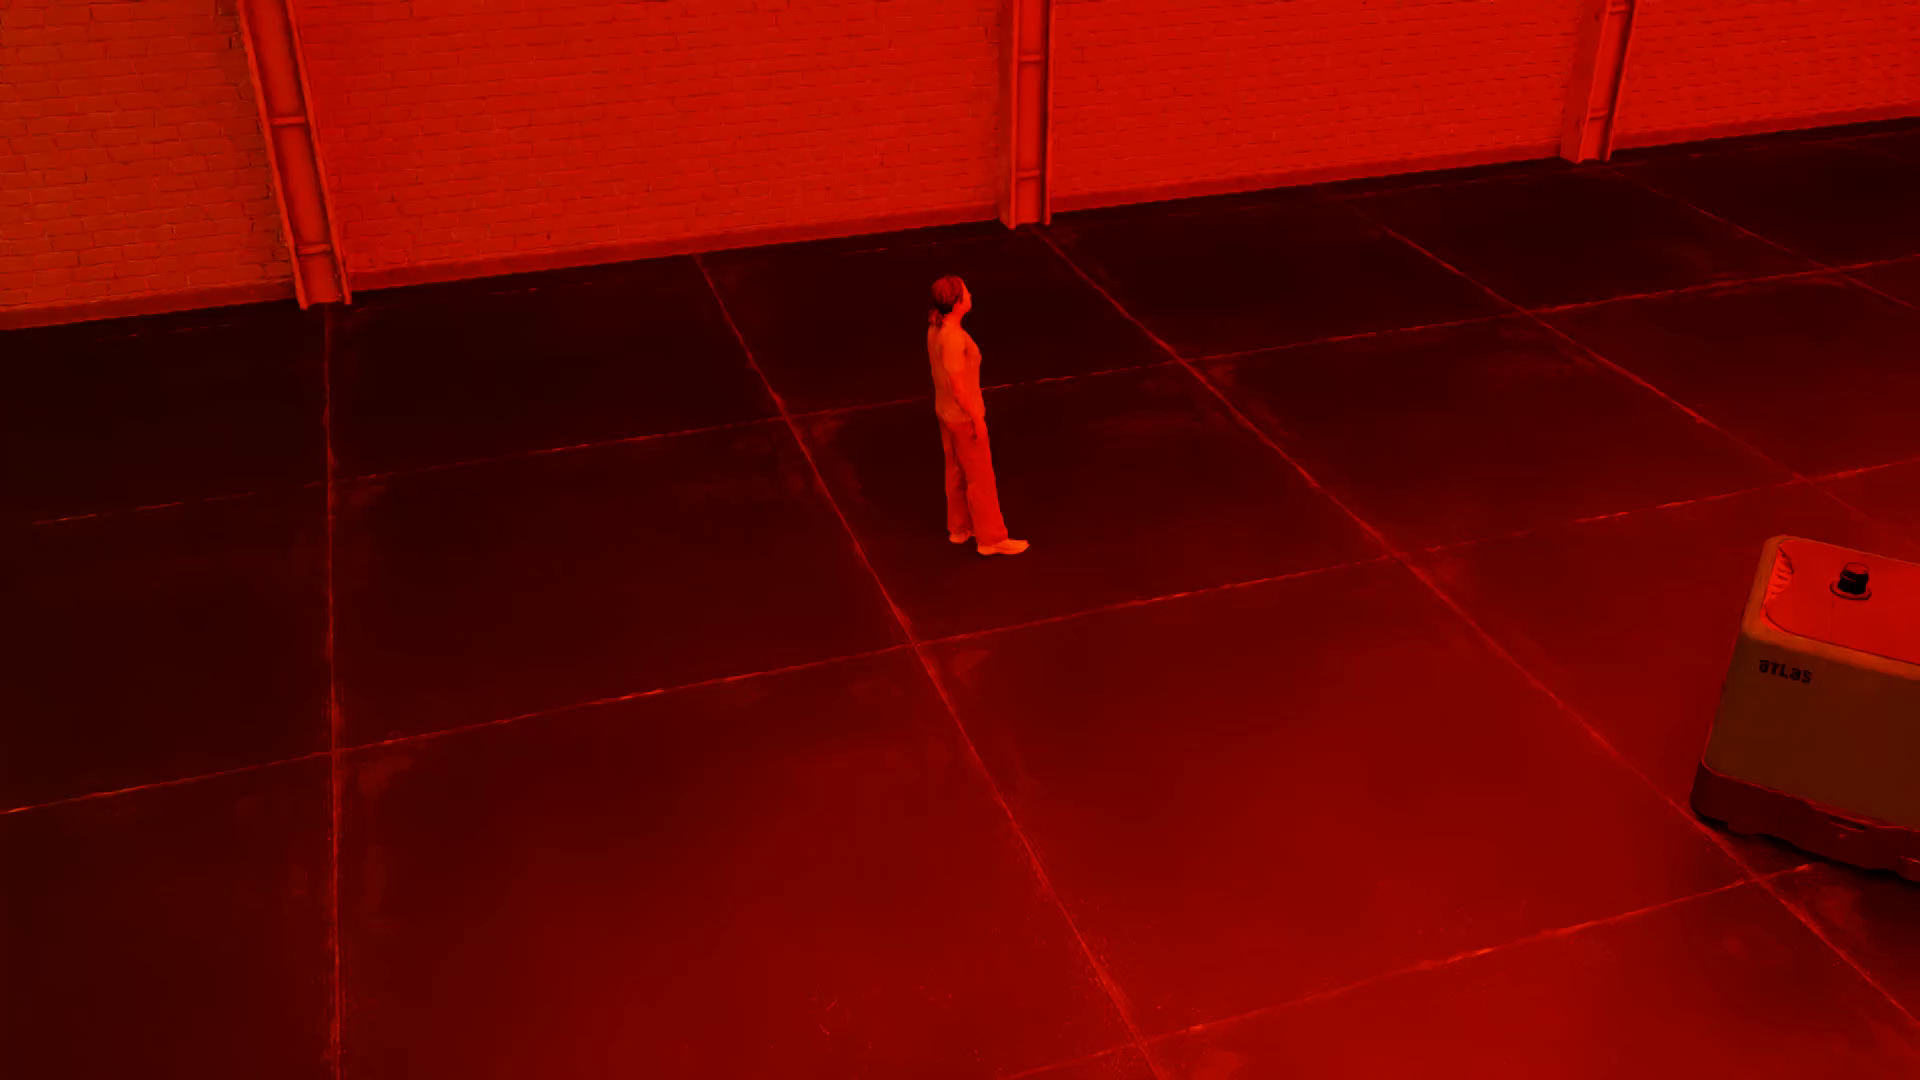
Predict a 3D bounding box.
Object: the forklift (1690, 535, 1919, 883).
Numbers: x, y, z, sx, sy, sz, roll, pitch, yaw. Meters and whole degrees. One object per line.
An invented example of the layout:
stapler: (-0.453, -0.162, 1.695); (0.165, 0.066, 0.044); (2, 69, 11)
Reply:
forklift: (4.942, 0.186, 6.763); (3.031, 2.935, 1.130); (16, 33, 25)

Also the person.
person: (0.088, -0.741, 9.620); (0.517, 1.674, 0.554); (-10, 31, -16)
